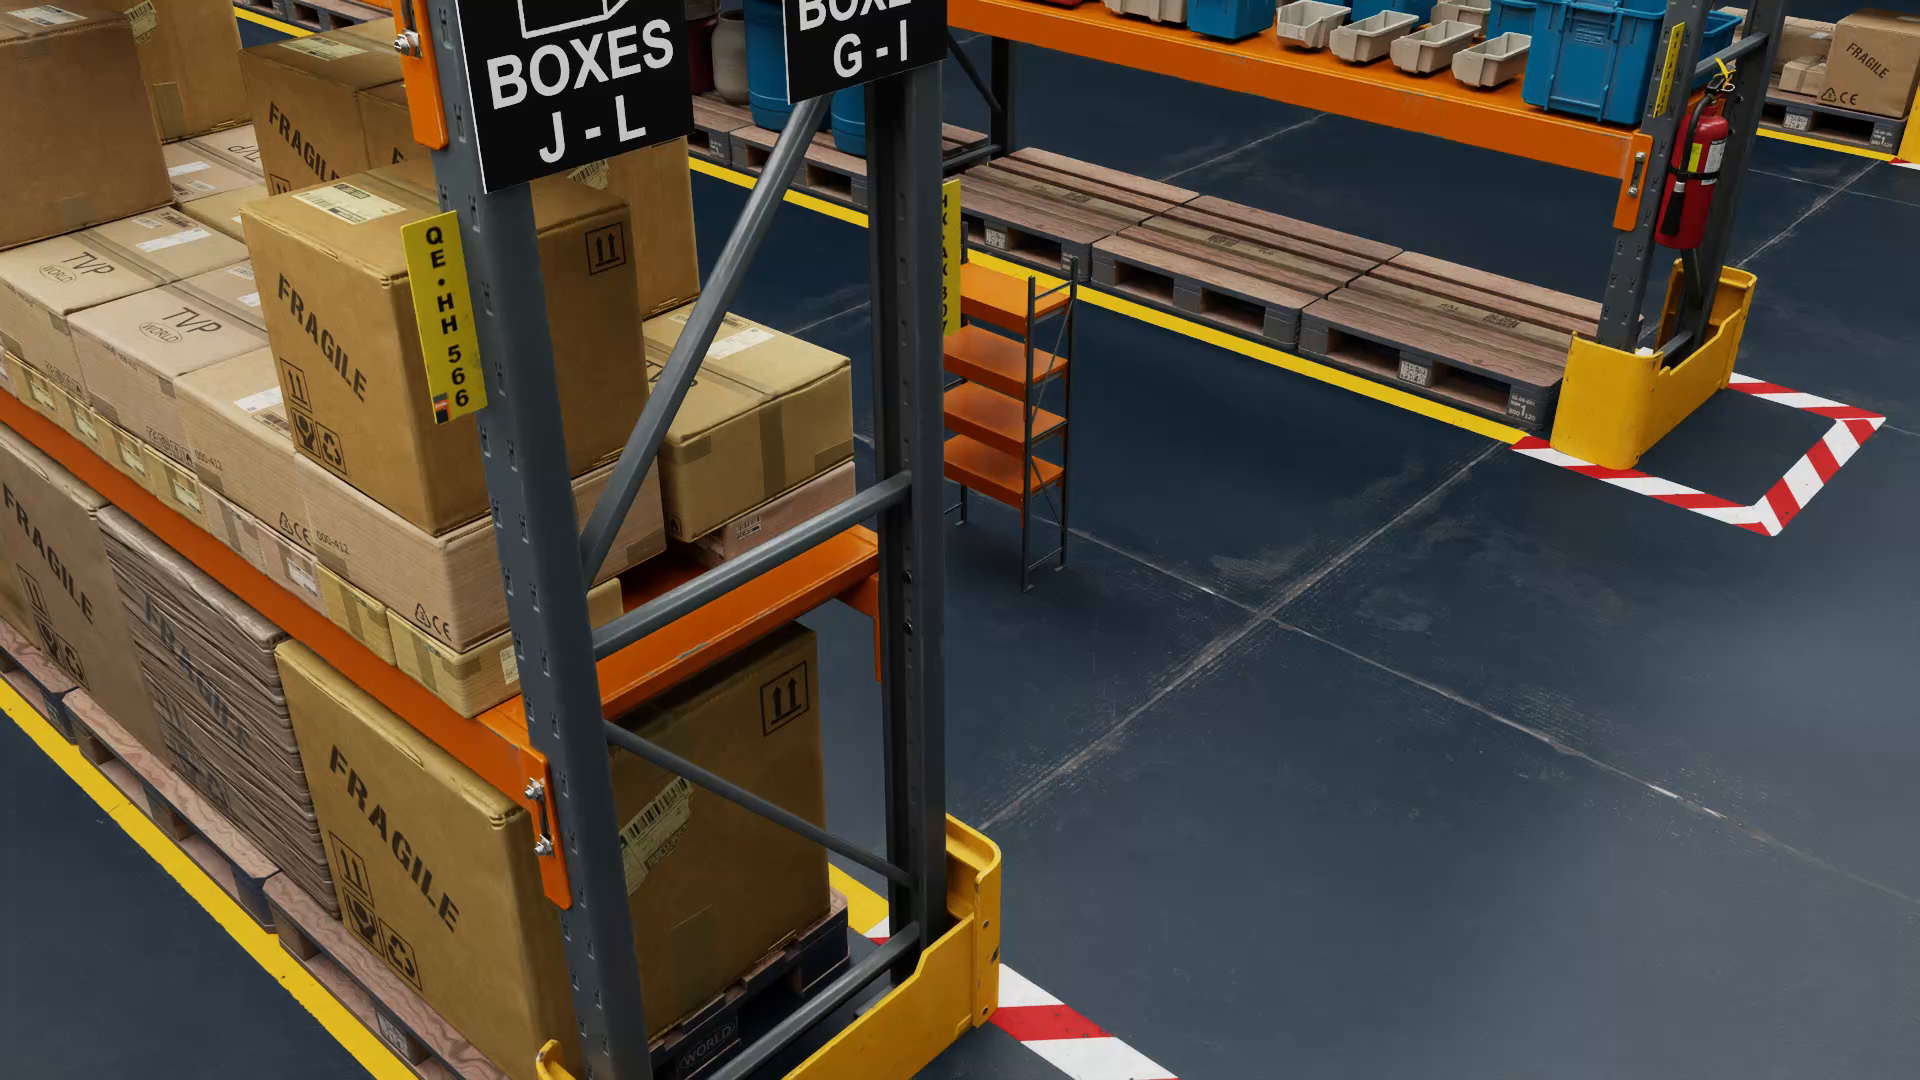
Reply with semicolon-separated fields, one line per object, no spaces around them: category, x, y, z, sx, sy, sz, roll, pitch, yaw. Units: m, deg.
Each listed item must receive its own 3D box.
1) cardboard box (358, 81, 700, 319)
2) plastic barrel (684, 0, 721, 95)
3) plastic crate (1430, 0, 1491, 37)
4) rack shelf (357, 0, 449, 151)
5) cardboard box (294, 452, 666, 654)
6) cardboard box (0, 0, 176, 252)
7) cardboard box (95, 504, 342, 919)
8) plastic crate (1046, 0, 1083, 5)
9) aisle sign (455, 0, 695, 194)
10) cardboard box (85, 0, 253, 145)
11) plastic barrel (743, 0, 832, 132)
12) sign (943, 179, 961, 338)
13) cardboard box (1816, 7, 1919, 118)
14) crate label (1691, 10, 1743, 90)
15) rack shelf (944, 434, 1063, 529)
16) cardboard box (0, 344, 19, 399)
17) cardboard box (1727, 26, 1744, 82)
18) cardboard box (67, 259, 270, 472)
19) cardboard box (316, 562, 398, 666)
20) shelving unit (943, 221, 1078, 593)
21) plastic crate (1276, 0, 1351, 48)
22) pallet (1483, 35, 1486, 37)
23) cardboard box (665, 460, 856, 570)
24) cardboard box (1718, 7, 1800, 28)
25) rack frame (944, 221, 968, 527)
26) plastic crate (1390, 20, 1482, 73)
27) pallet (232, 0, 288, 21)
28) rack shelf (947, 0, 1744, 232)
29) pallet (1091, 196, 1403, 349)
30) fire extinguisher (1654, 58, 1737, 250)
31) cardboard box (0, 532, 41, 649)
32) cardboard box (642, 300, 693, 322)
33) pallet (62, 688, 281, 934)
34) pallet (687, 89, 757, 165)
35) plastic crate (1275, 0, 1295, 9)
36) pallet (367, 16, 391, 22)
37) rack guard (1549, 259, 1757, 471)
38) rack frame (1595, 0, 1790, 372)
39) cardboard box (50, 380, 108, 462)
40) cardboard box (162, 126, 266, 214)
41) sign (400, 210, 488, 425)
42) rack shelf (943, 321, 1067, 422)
cardboard box;-0.957;-0.770;3.751;0.500;0.500;0.500;24;38;34
plastic barrel;-1.808;-3.199;10.587;0.708;0.588;0.600;25;39;35
plastic crate;2.265;-2.339;7.424;0.298;0.136;0.250;25;39;35
rack shelf;-1.894;-1.612;3.809;4.000;0.370;1.077;25;39;35
cardboard box;-0.949;-0.073;3.319;0.500;0.250;0.500;24;39;34
cardboard box;-2.444;-1.097;4.294;0.500;0.500;0.500;24;38;34
cardboard box;-1.614;0.281;4.527;0.875;0.875;0.875;25;39;35
plastic crate;0.440;-2.870;7.989;0.583;0.464;0.402;25;39;35
aisle sign;-0.559;-0.917;2.345;0.004;0.787;0.394;25;39;35
cardboard box;-2.488;-1.480;4.931;0.500;0.500;0.500;25;39;36
plastic barrel;-0.970;-2.942;9.857;0.708;0.901;0.600;25;39;35
sign;-0.034;-0.558;3.353;0.005;0.325;0.100;25;39;35
cardboard box;5.671;-2.942;10.225;0.500;0.500;0.500;25;39;35
crate label;2.950;-2.003;6.772;0.303;0.233;0.416;25;39;35
rack shelf;0.123;-0.229;5.982;0.480;0.148;0.258;25;39;35
cardboard box;-2.419;-0.542;4.486;0.250;0.149;0.380;26;39;36
cardboard box;4.986;-3.175;10.855;0.500;0.250;0.500;25;39;35
cardboard box;-1.702;-0.425;3.904;0.500;0.250;0.500;24;38;34
cardboard box;-1.090;0.078;3.456;0.250;0.149;0.380;25;39;36
shelving unit;0.123;-0.457;5.845;0.503;1.200;0.258;25;39;35
plastic crate;1.526;-2.251;7.279;0.250;0.136;0.298;25;39;35
pallet;3.782;-3.682;12.161;1.213;0.211;1.003;25;39;35
cardboard box;-0.453;-0.085;3.726;0.250;0.149;0.380;26;39;36
cardboard box;5.285;-3.383;11.201;0.500;0.250;0.500;25;39;35
rack frame;-0.058;-0.541;5.986;0.015;1.200;0.240;25;39;35
plastic crate;1.981;-2.069;6.976;0.243;0.136;0.396;25;39;35
pallet;-5.376;-4.539;13.585;1.213;0.211;1.003;25;39;35
rack shelf;1.430;-2.221;7.729;4.000;0.370;1.077;25;39;35
pallet;1.427;-1.365;8.313;1.213;0.211;1.003;25;39;35
fire extinguisher;2.719;-1.418;6.134;0.183;0.674;0.296;25;39;35
cardboard box;-2.941;-0.338;5.557;0.875;0.875;0.875;25;39;35
cardboard box;-0.976;-0.453;3.952;0.500;0.250;0.500;24;39;35
pallet;-1.957;0.582;5.078;1.213;0.211;1.003;25;39;35
pallet;-1.506;-2.732;10.584;1.213;0.211;1.003;25;39;35
plastic crate;1.440;-2.647;7.936;0.466;0.136;0.293;25;39;35
pallet;-3.567;-3.694;12.182;1.213;0.211;1.003;25;39;35
rack guard;2.939;-0.763;7.033;0.348;0.500;1.175;25;39;35
rack frame;2.912;-1.837;6.394;0.127;3.000;1.000;25;39;35
cardboard box;-2.029;-0.362;4.187;0.250;0.149;0.380;26;40;36
cardboard box;-2.109;-0.984;4.833;0.500;0.250;0.500;26;40;36
sign;-0.786;-0.338;2.551;0.005;0.325;0.100;25;39;35
rack shelf;0.123;-0.591;5.765;0.480;0.148;0.258;25;39;35
